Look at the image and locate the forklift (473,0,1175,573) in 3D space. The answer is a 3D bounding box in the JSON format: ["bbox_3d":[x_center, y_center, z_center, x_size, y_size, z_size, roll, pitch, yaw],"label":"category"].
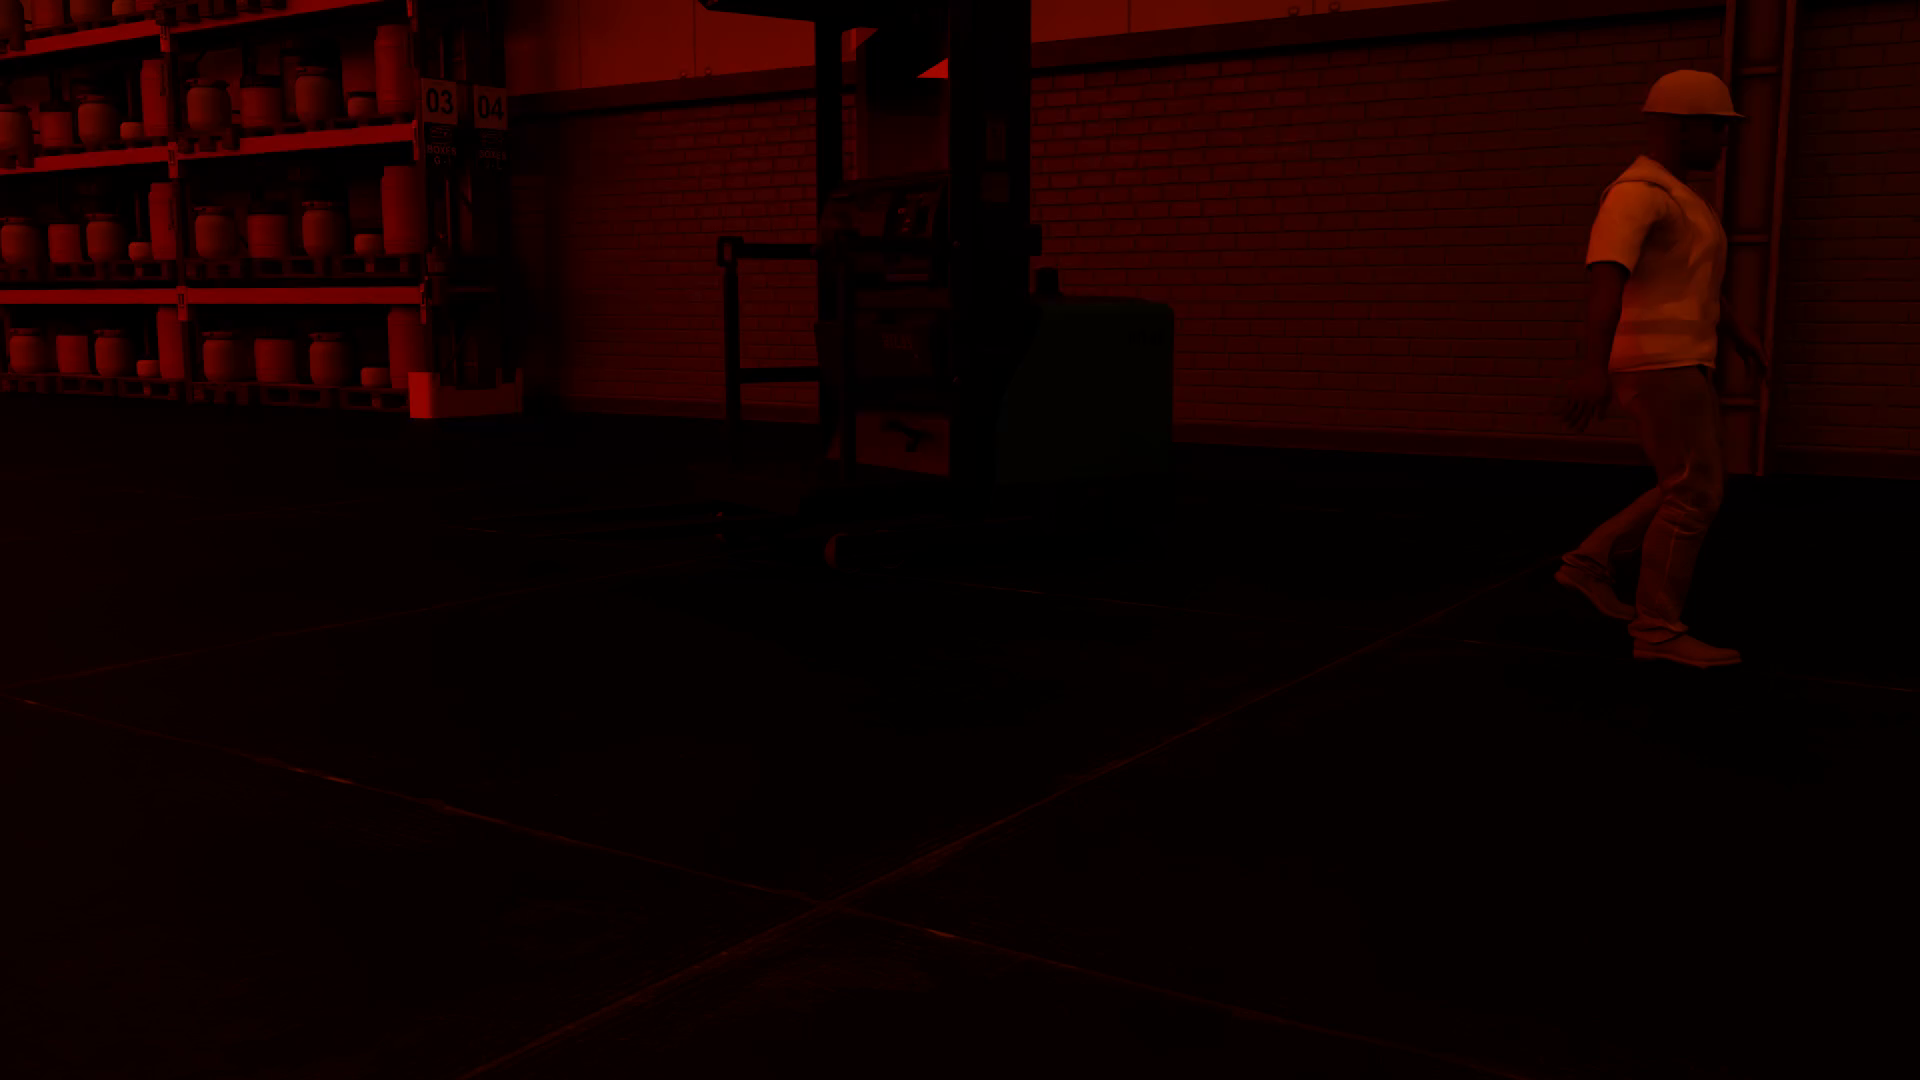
[{"bbox_3d":[-0.512,-1.401,7.045,3.031,2.935,1.130,-6,10,-34],"label":"forklift"}]

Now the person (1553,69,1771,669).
[{"bbox_3d":[2.104,-0.513,5.005,0.583,1.747,0.829,4,9,28],"label":"person"}]
